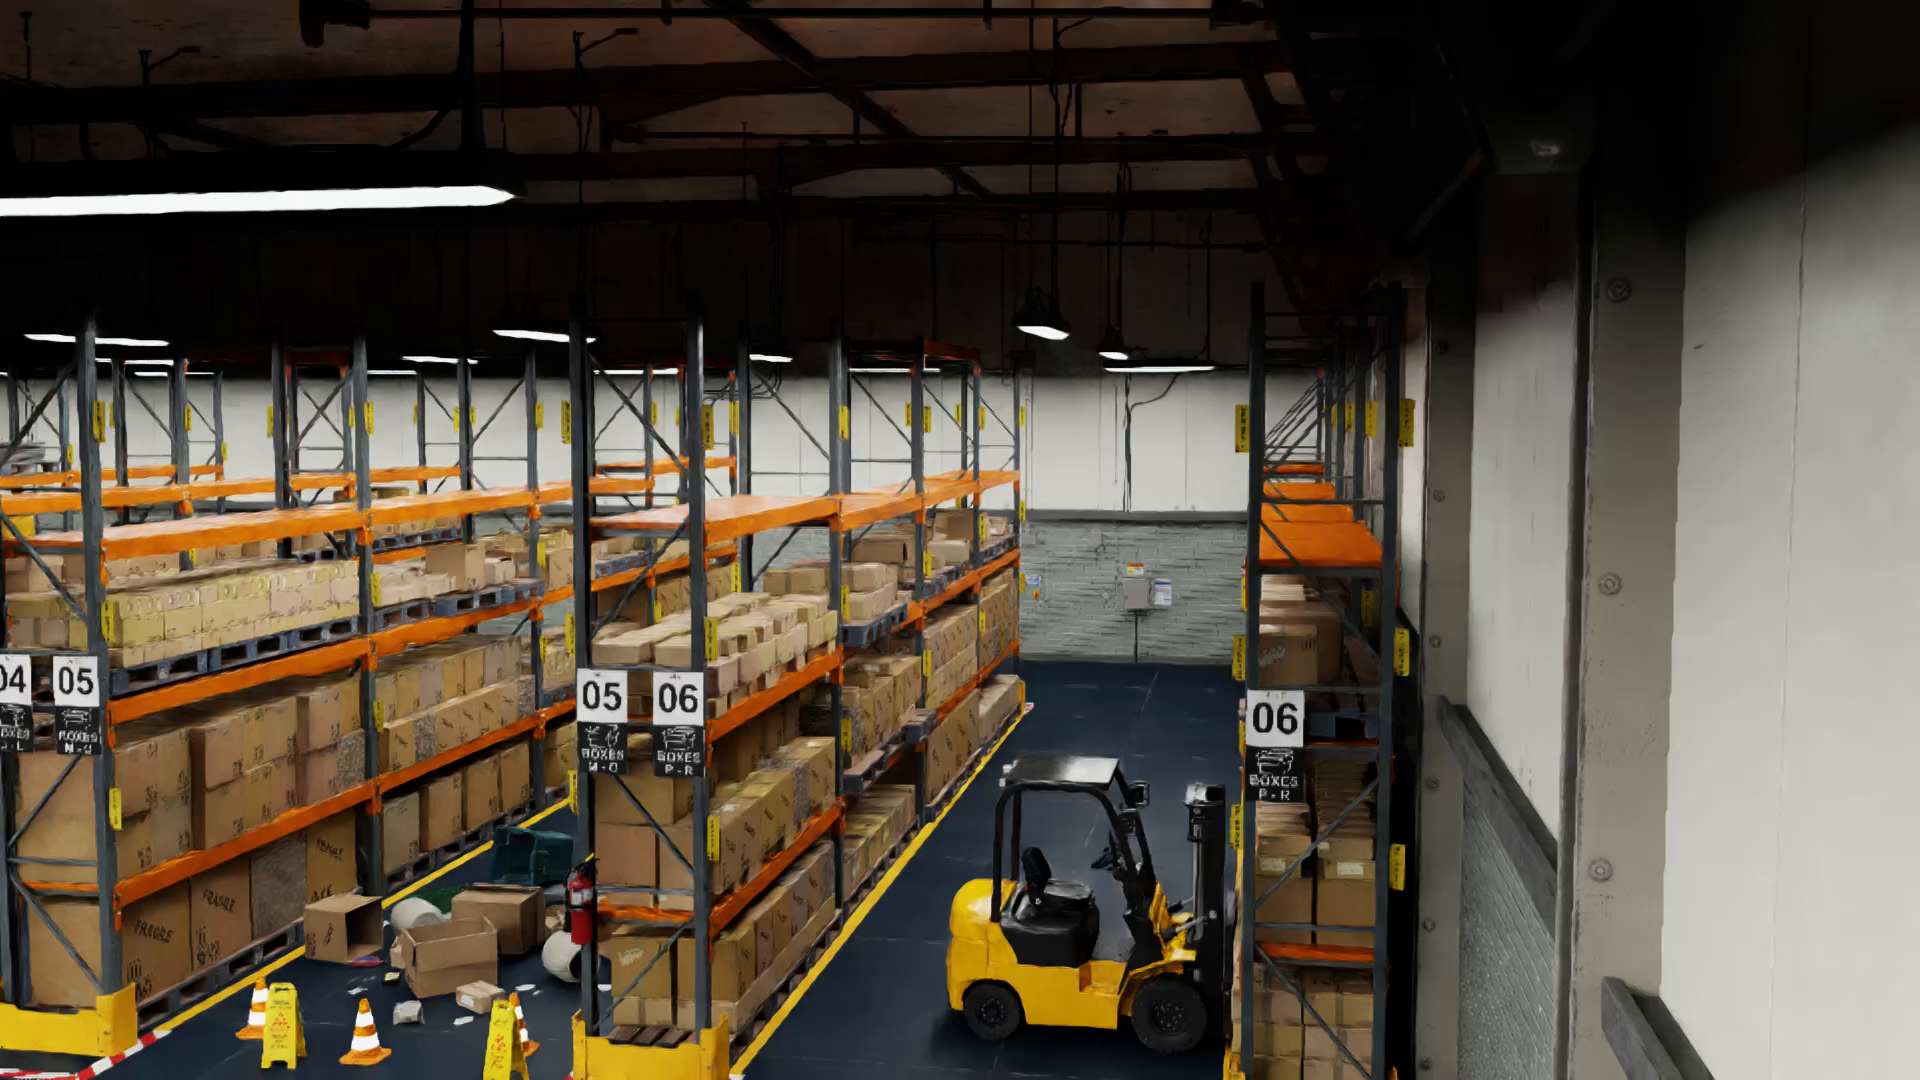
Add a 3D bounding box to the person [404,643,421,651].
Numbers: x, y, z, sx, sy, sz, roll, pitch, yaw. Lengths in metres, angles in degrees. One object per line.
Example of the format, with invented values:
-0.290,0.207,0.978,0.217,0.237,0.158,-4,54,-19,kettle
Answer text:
-8.271,2.327,25.192,0.495,1.589,1.086,1,5,13,person
